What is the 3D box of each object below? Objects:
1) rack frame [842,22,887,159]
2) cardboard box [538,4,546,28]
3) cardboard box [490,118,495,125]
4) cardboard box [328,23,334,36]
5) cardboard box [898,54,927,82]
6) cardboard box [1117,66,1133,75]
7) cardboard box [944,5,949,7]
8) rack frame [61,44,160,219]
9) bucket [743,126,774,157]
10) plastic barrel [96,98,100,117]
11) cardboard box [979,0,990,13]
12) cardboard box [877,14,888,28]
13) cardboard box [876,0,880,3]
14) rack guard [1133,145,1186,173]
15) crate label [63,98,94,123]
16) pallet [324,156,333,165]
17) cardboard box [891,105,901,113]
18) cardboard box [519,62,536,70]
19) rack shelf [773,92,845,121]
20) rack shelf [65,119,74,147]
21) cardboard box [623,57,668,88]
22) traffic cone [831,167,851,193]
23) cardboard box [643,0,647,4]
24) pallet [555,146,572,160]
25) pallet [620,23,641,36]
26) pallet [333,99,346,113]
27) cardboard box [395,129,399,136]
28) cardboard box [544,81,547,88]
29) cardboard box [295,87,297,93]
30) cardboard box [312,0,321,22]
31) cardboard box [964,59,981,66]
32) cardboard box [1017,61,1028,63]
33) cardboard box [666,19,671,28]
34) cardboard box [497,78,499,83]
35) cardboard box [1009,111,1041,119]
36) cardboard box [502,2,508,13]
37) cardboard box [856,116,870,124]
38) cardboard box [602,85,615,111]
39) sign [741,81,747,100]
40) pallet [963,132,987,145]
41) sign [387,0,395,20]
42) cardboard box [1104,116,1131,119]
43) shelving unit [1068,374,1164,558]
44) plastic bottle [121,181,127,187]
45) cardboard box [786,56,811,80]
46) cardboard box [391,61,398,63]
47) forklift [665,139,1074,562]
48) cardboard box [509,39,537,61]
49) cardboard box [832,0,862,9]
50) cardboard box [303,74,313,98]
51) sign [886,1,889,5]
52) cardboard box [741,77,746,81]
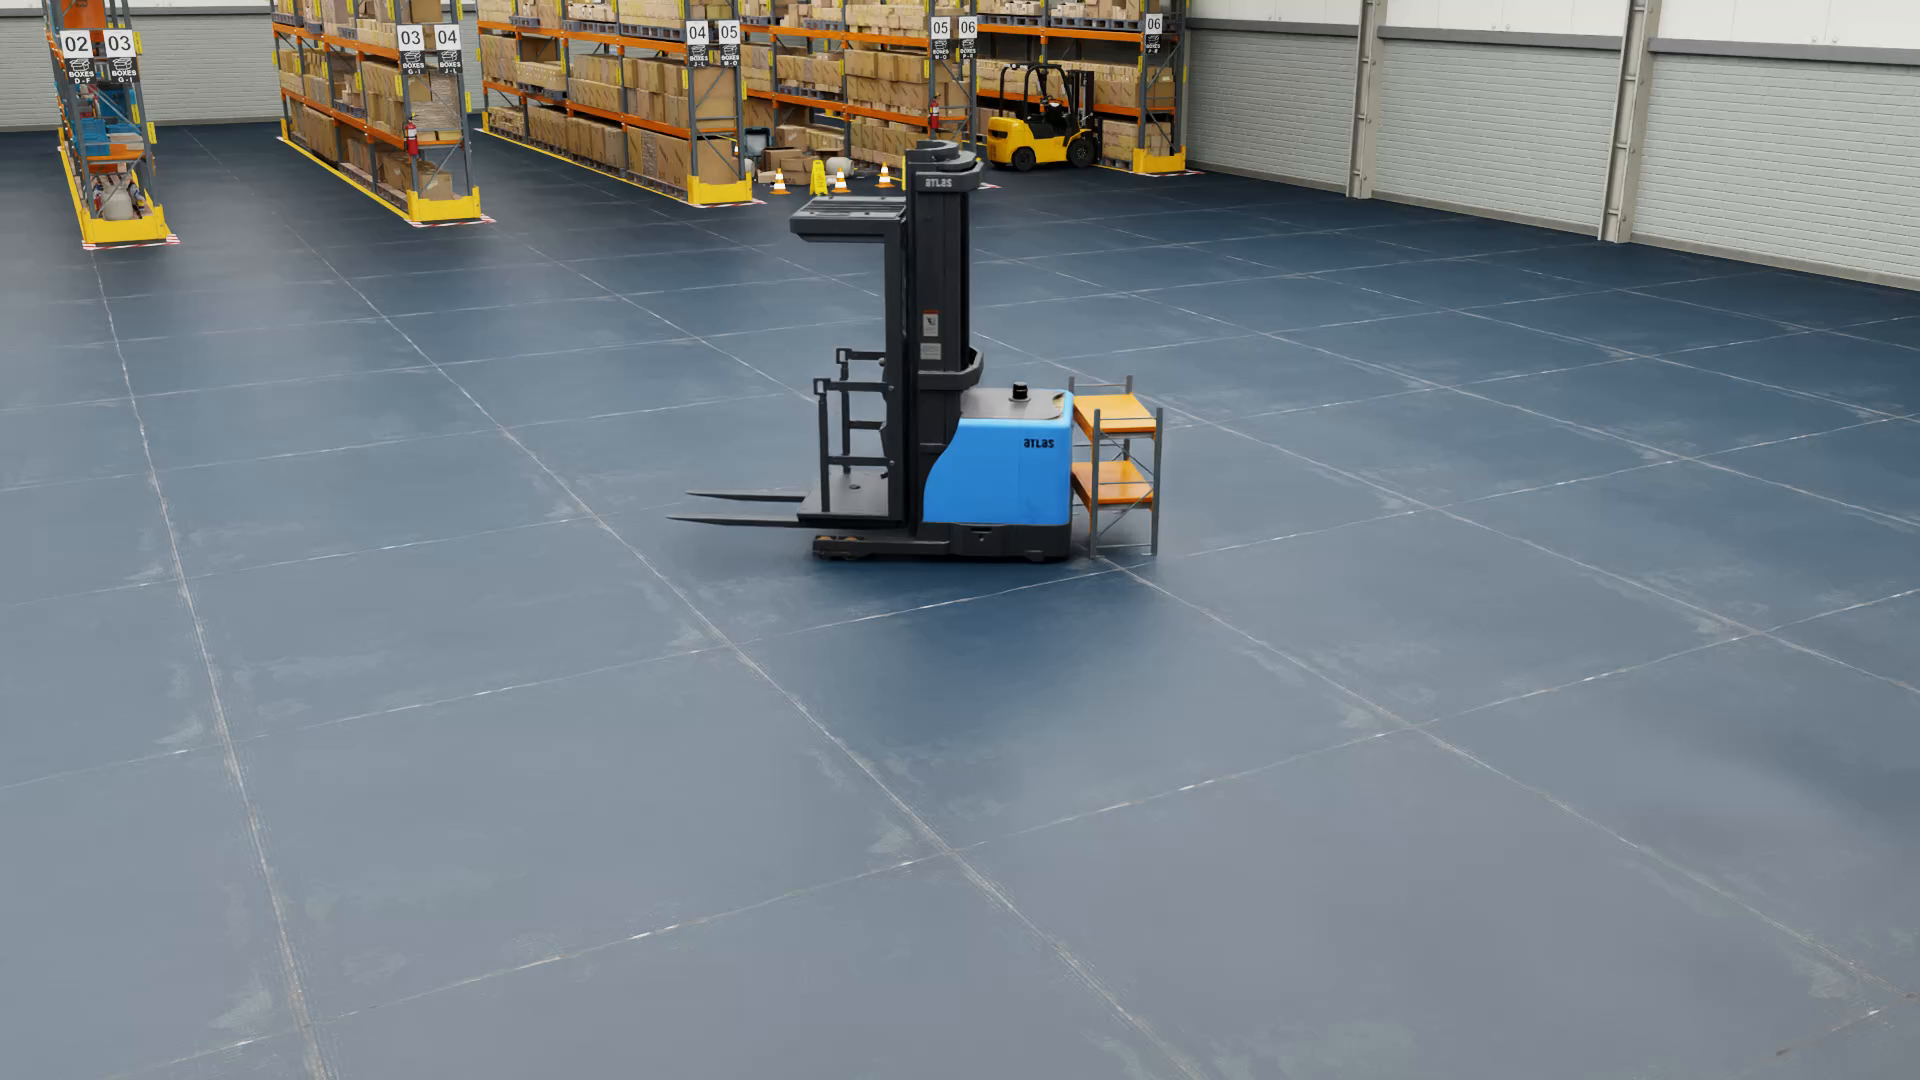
[{"bbox_3d":[-2.045,-9.651,36.002,1.000,3.000,0.127,-10,21,-27],"label":"rack frame"},{"bbox_3d":[-9.230,-11.879,37.707,0.500,0.500,0.500,-10,21,-27],"label":"cardboard box"},{"bbox_3d":[-12.085,-10.951,43.496,0.380,0.149,0.250,-10,21,-26],"label":"cardboard box"},{"bbox_3d":[-12.423,-10.290,33.484,0.500,0.250,0.500,-9,21,-25],"label":"cardboard box"},{"bbox_3d":[-0.814,-9.423,33.198,0.700,0.500,0.500,-10,21,-26],"label":"cardboard box"},{"bbox_3d":[3.573,-9.974,35.335,0.380,0.149,0.250,-9,21,-25],"label":"cardboard box"},{"bbox_3d":[-0.166,-13.326,41.672,0.380,0.149,0.250,-9,21,-25],"label":"cardboard box"},{"bbox_3d":[-13.226,-6.201,26.002,1.000,3.000,0.127,-10,21,-27],"label":"rack frame"},{"bbox_3d":[-4.260,-8.345,34.904,0.726,0.611,0.620,-3,9,-8],"label":"bucket"},{"bbox_3d":[-15.735,-7.932,30.813,0.433,0.535,0.433,0,19,0],"label":"plastic barrel"},{"bbox_3d":[0.879,-12.905,39.884,0.700,0.500,0.500,-10,22,-28],"label":"cardboard box"},{"bbox_3d":[-1.356,-10.533,33.733,0.500,0.250,0.500,-10,21,-26],"label":"cardboard box"},{"bbox_3d":[-1.929,-14.549,44.605,0.500,0.250,0.500,-10,21,-27],"label":"cardboard box"},{"bbox_3d":[4.232,-8.084,35.293,1.175,0.500,0.348,-10,21,-27],"label":"rack guard"},{"bbox_3d":[-16.791,-8.187,31.704,0.502,0.435,0.616,-10,21,-27],"label":"crate label"},{"bbox_3d":[-13.549,-8.534,37.039,1.003,0.211,1.213,-10,21,-27],"label":"pallet"},{"bbox_3d":[-1.180,-8.815,33.963,0.380,0.149,0.250,-10,22,-27],"label":"cardboard box"},{"bbox_3d":[-10.232,-11.249,39.463,0.380,0.149,0.250,-9,21,-25],"label":"cardboard box"},{"bbox_3d":[-2.995,-9.885,37.783,1.077,0.370,4.000,-10,21,-27],"label":"rack shelf"},{"bbox_3d":[-16.075,-7.583,31.111,1.077,0.370,4.000,-10,21,-27],"label":"rack shelf"},{"bbox_3d":[-6.208,-9.326,33.173,0.875,0.550,0.550,-10,21,-27],"label":"cardboard box"},{"bbox_3d":[-2.301,-6.958,32.086,0.336,0.463,0.334,-10,21,-27],"label":"traffic cone"},{"bbox_3d":[-5.757,-10.183,31.312,0.380,0.149,0.250,-10,21,-27],"label":"cardboard box"},{"bbox_3d":[-8.623,-8.910,38.129,1.003,0.211,1.213,-10,21,-27],"label":"pallet"},{"bbox_3d":[-5.974,-9.995,32.536,1.003,0.211,1.213,-10,21,-27],"label":"pallet"},{"bbox_3d":[-12.234,-8.986,34.367,1.213,0.211,1.003,-10,21,-27],"label":"pallet"},{"bbox_3d":[-9.792,-7.255,29.444,0.380,0.149,0.250,-10,21,-27],"label":"cardboard box"},{"bbox_3d":[-9.246,-10.371,37.830,0.380,0.149,0.250,-10,22,-27],"label":"cardboard box"},{"bbox_3d":[-15.365,-10.552,38.998,0.380,0.149,0.250,-10,21,-26],"label":"cardboard box"},{"bbox_3d":[-13.506,-11.326,35.461,0.500,0.500,0.500,-9,21,-24],"label":"cardboard box"},{"bbox_3d":[0.314,-11.786,41.041,0.380,0.149,0.250,-9,21,-25],"label":"cardboard box"},{"bbox_3d":[1.501,-11.423,39.990,0.380,0.149,0.250,-9,21,-25],"label":"cardboard box"},{"bbox_3d":[-5.152,-9.441,30.383,0.380,0.149,0.250,-10,21,-26],"label":"cardboard box"},{"bbox_3d":[-11.598,-11.751,42.472,0.380,0.149,0.250,-10,22,-27],"label":"cardboard box"},{"bbox_3d":[1.702,-9.869,39.630,0.875,0.625,0.625,-10,22,-27],"label":"cardboard box"},{"bbox_3d":[-10.832,-12.980,40.513,0.500,0.250,0.500,-11,22,-29],"label":"cardboard box"},{"bbox_3d":[-1.996,-8.955,35.411,0.380,0.149,0.250,-10,21,-26],"label":"cardboard box"},{"bbox_3d":[-7.076,-9.156,34.414,0.500,0.500,0.500,-10,22,-27],"label":"cardboard box"},{"bbox_3d":[-3.963,-8.238,30.458,0.100,0.325,0.005,-10,21,-27],"label":"sign"},{"bbox_3d":[0.779,-10.009,41.313,1.003,0.211,1.213,-10,21,-27],"label":"pallet"},{"bbox_3d":[-9.365,-8.724,27.360,0.100,0.325,0.005,-10,21,-27],"label":"sign"},{"bbox_3d":[3.454,-9.248,36.871,0.500,0.250,0.500,-10,22,-28],"label":"cardboard box"},{"bbox_3d":[1.148,-0.579,12.584,0.538,1.125,1.048,-2,19,-6],"label":"shelving unit"},{"bbox_3d":[-14.693,-6.142,29.219,0.144,0.351,0.185,-10,21,-27],"label":"plastic bottle"},{"bbox_3d":[-3.681,-10.872,38.288,0.500,0.500,0.500,-9,21,-24],"label":"cardboard box"},{"bbox_3d":[-10.311,-8.690,31.075,0.500,0.500,0.500,-10,21,-27],"label":"cardboard box"},{"bbox_3d":[-0.670,-1.407,12.215,3.031,2.935,1.130,2,19,5],"label":"forklift"},{"bbox_3d":[-10.613,-11.905,40.393,0.500,0.500,0.500,-11,22,-29],"label":"cardboard box"},{"bbox_3d":[-2.432,-11.580,35.812,0.500,0.250,0.500,-9,21,-25],"label":"cardboard box"},{"bbox_3d":[-14.567,-10.289,37.698,0.500,0.500,0.500,-10,21,-26],"label":"cardboard box"},{"bbox_3d":[-1.571,-11.400,35.678,0.100,0.325,0.005,-10,21,-27],"label":"sign"},{"bbox_3d":[-5.162,-11.267,40.914,0.500,0.250,0.500,-10,22,-28],"label":"cardboard box"}]
